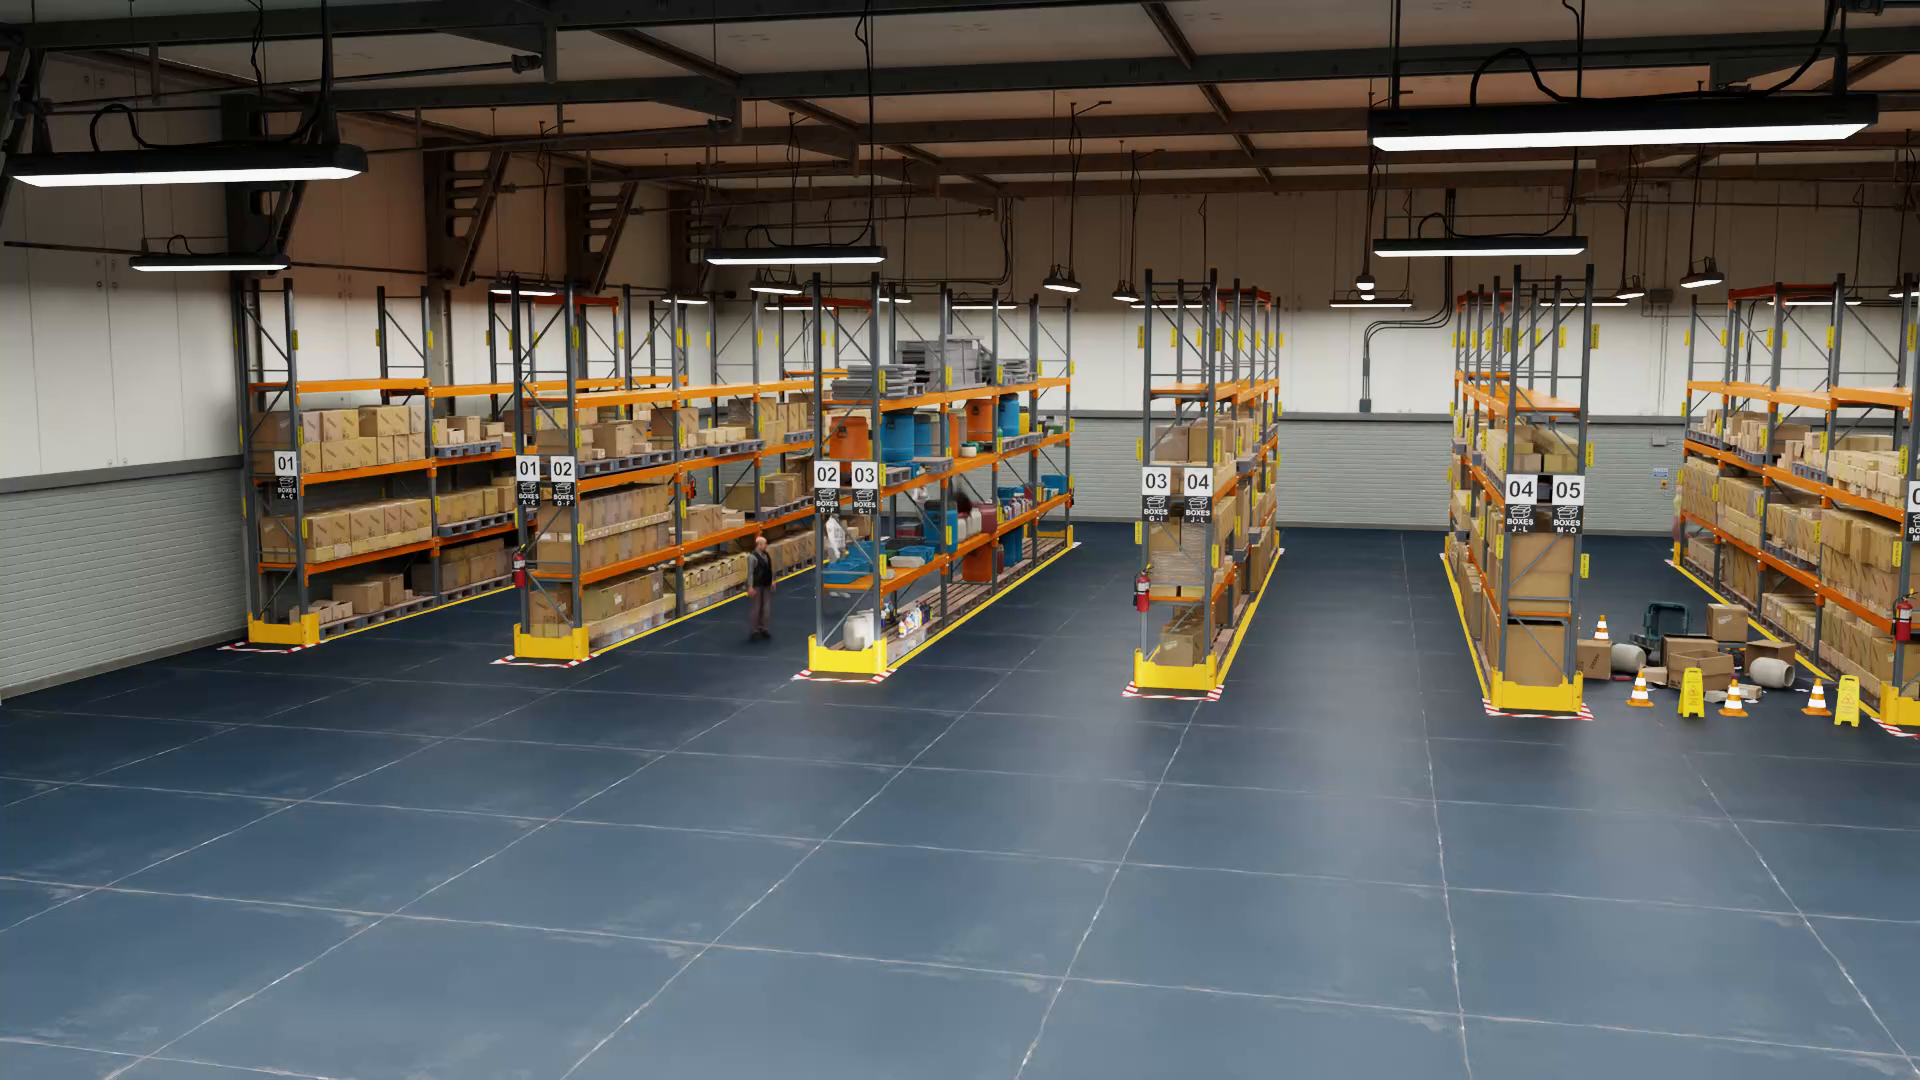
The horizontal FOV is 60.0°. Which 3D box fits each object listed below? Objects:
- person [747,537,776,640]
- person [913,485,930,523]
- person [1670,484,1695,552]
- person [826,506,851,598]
[{"bbox_3d":[-3.362,0.802,27.968,0.402,1.743,0.570,4,8,32],"label":"person"},{"bbox_3d":[-0.905,-0.764,42.016,0.740,1.547,0.616,6,9,40],"label":"person"},{"bbox_3d":[17.108,-0.542,39.297,0.536,1.656,0.450,0,7,0],"label":"person"},{"bbox_3d":[-2.274,0.214,30.669,0.480,1.713,0.493,6,9,40],"label":"person"}]
